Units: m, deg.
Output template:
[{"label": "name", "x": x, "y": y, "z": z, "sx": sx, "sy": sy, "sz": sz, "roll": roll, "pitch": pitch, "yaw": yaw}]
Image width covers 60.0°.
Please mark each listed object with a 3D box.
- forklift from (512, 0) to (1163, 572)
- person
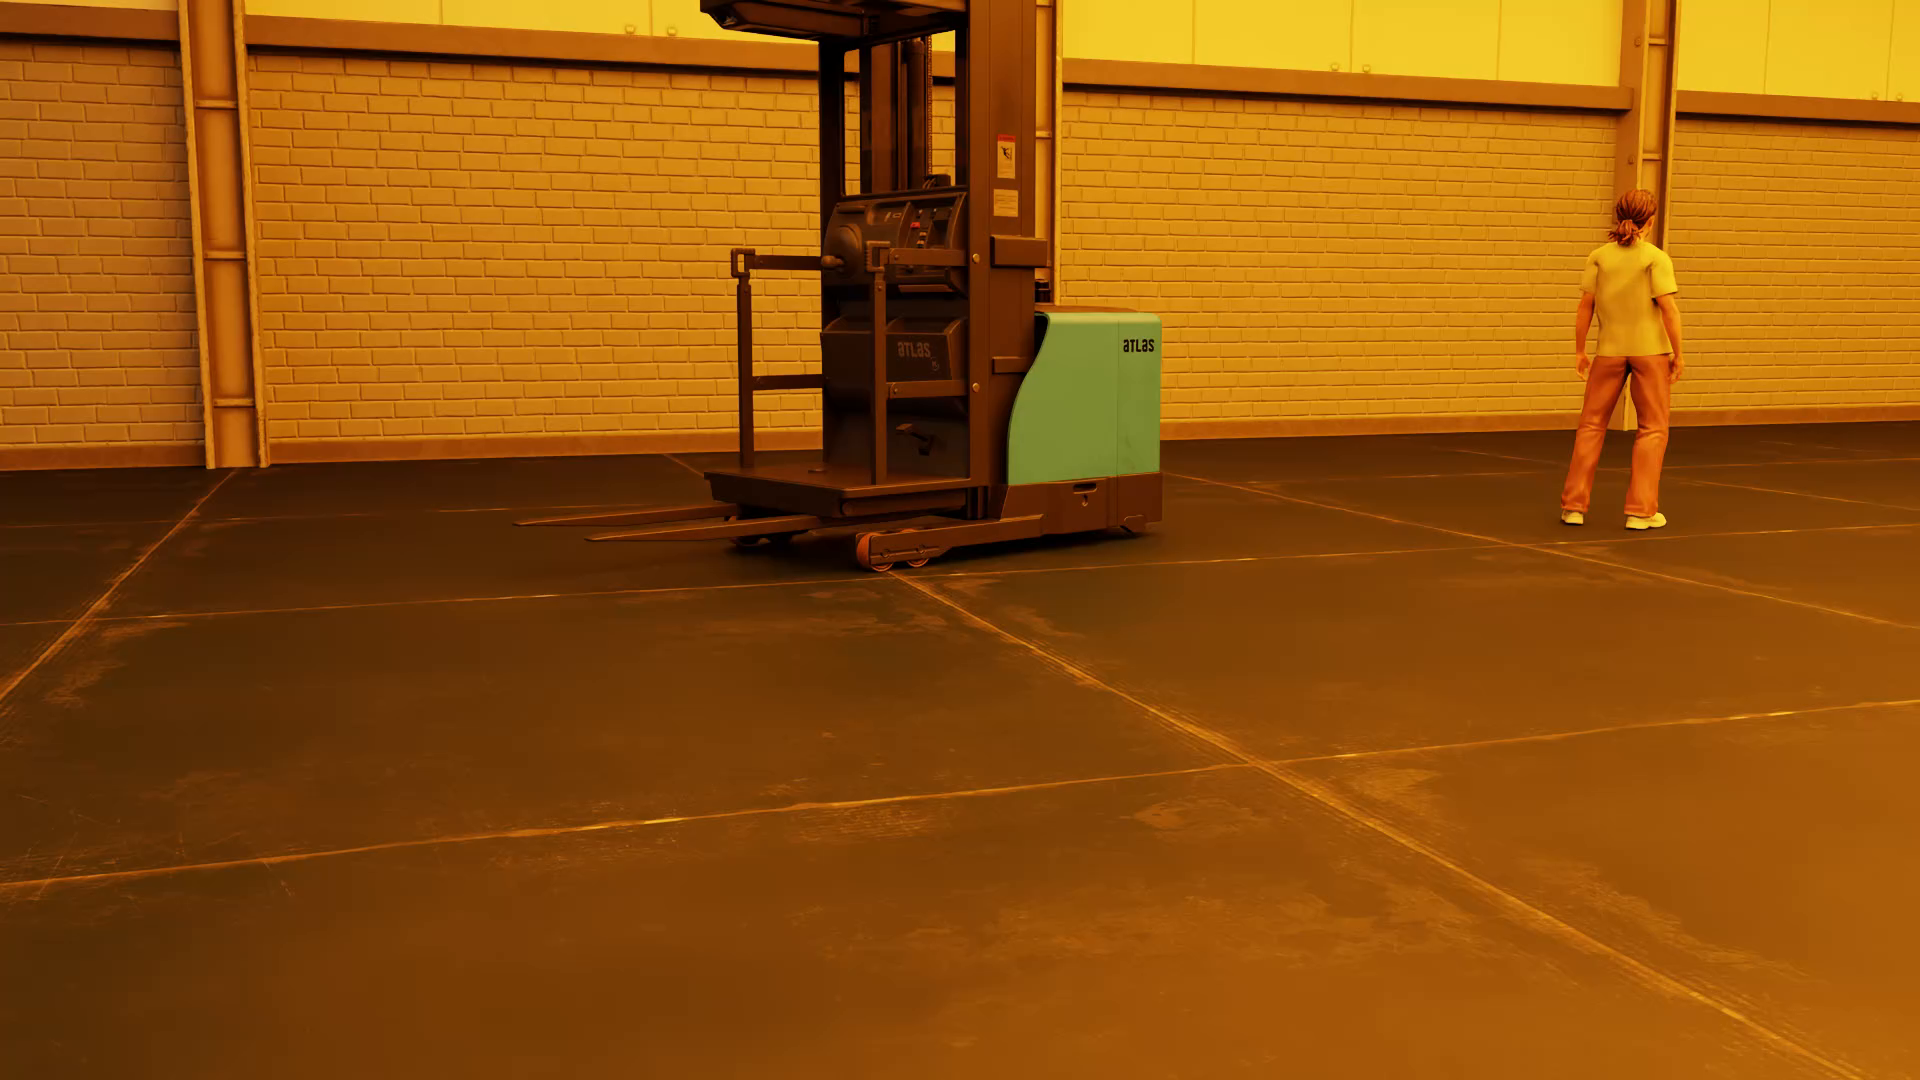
[{"label": "forklift", "x": -0.461, "y": -1.399, "z": 7.333, "sx": 3.031, "sy": 2.935, "sz": 1.130, "roll": -7, "pitch": 10, "yaw": -40}, {"label": "person", "x": 3.310, "y": -0.898, "z": 8.320, "sx": 0.591, "sy": 1.674, "sz": 0.401, "roll": 6, "pitch": 10, "yaw": 36}]
